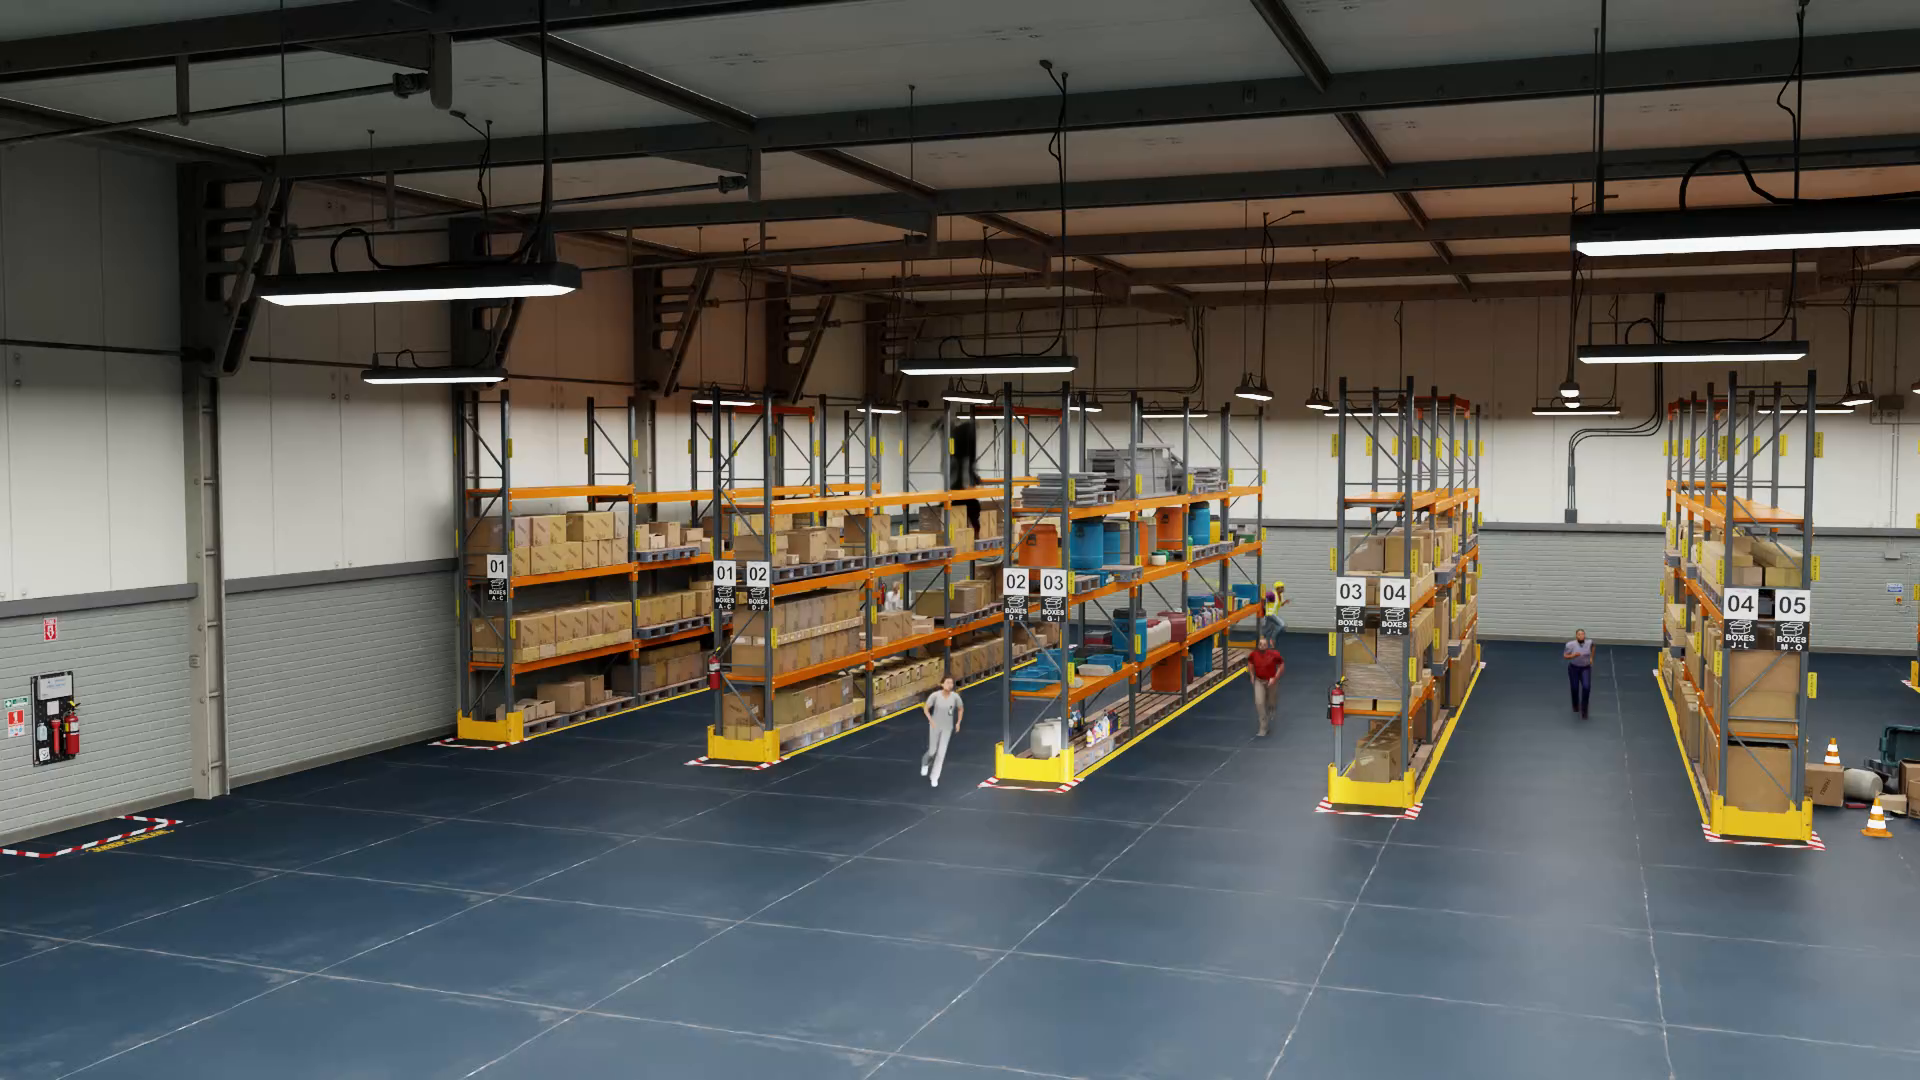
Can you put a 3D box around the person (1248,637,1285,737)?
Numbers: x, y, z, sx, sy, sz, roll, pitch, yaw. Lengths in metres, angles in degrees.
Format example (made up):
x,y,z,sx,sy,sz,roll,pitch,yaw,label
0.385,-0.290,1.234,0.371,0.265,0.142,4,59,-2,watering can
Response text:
x,y,z,sx,sy,sz,roll,pitch,yaw,label
5.396,2.562,29.329,0.662,1.733,1.050,1,3,17,person

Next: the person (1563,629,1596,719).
x,y,z,sx,sy,sz,roll,pitch,yaw,label
11.571,2.495,31.073,0.587,1.708,0.837,1,3,16,person

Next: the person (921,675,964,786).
x,y,z,sx,sy,sz,roll,pitch,yaw,label
-0.248,2.828,24.978,0.611,1.640,0.683,-1,3,-12,person

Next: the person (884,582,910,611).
x,y,z,sx,sy,sz,roll,pitch,yaw,label
-1.547,1.848,40.590,0.711,1.679,0.928,1,3,15,person

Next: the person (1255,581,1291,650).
x,y,z,sx,sy,sz,roll,pitch,yaw,label
7.721,1.870,41.171,0.909,1.698,0.683,1,3,25,person
